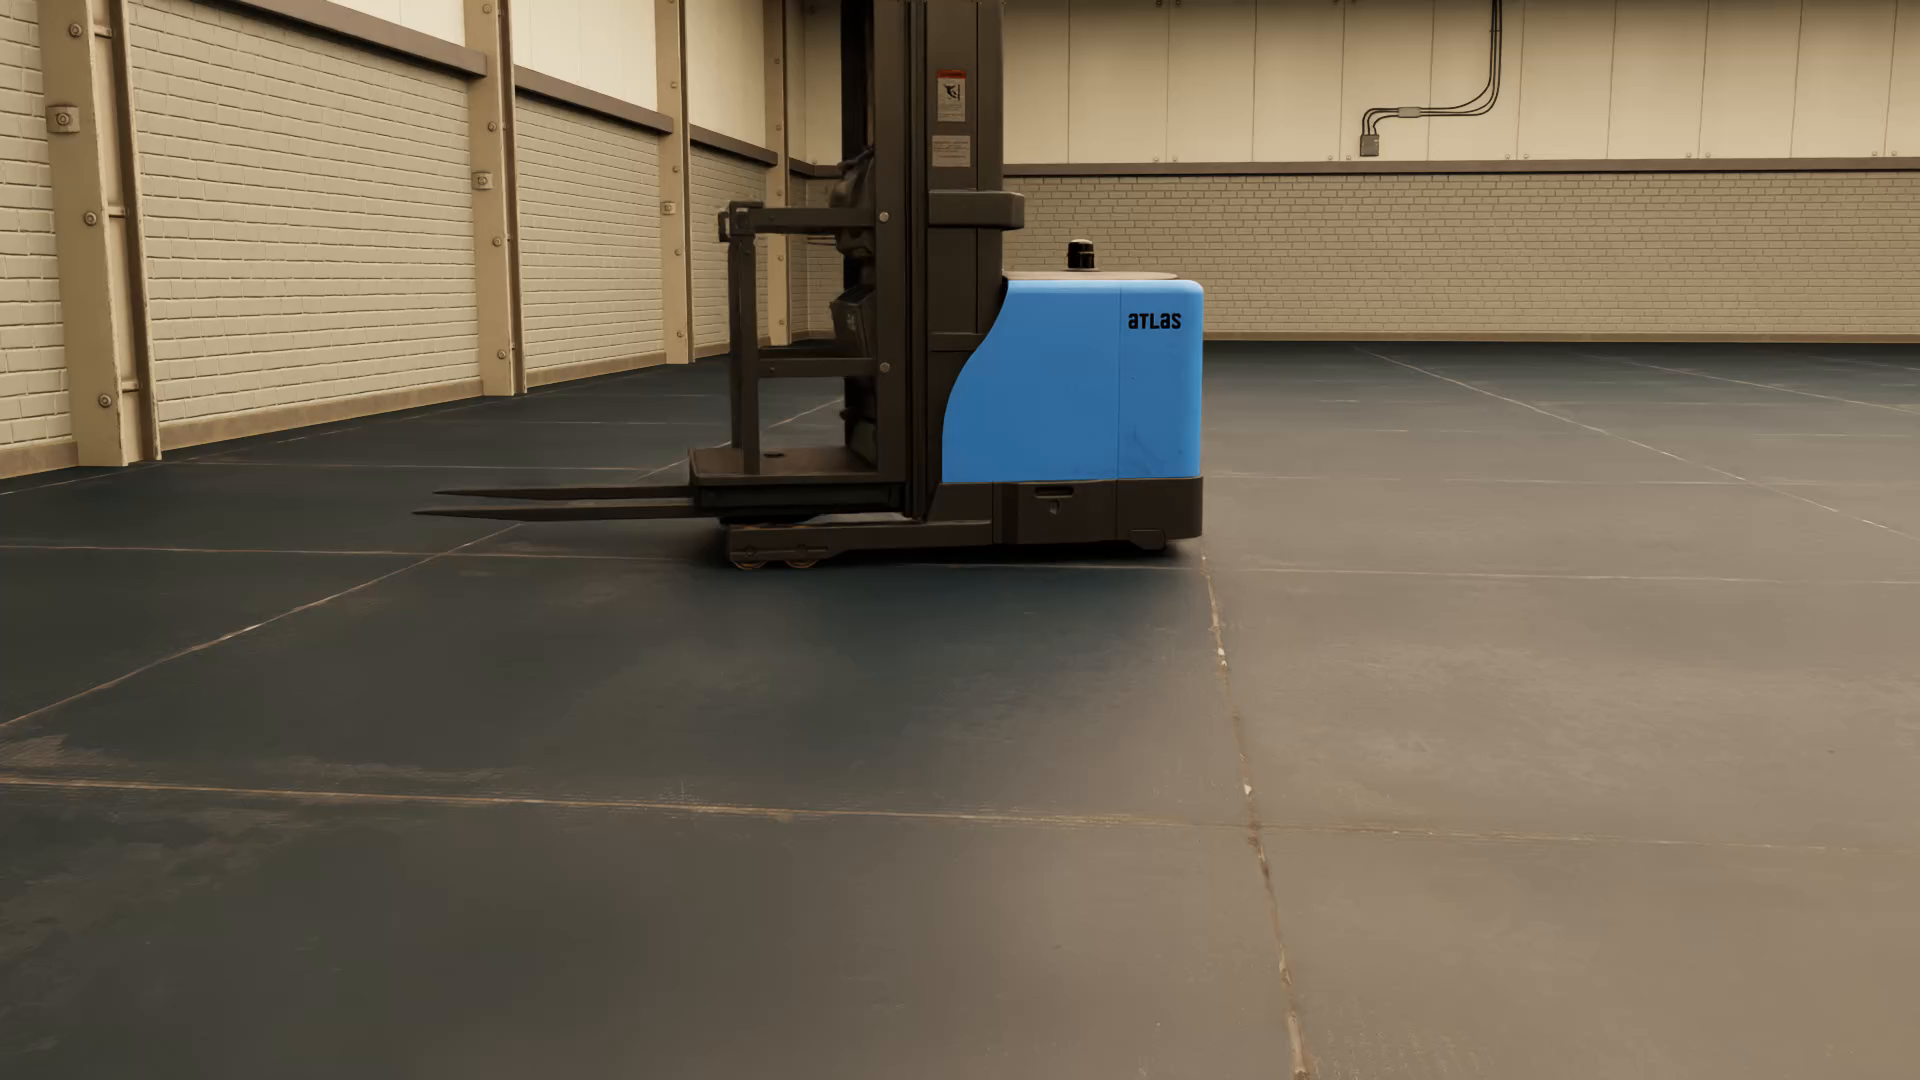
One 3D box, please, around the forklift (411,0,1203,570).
[{"bbox_3d":[-0.606,-1.423,6.565,3.031,2.935,1.130,-2,9,-10],"label":"forklift"}]
